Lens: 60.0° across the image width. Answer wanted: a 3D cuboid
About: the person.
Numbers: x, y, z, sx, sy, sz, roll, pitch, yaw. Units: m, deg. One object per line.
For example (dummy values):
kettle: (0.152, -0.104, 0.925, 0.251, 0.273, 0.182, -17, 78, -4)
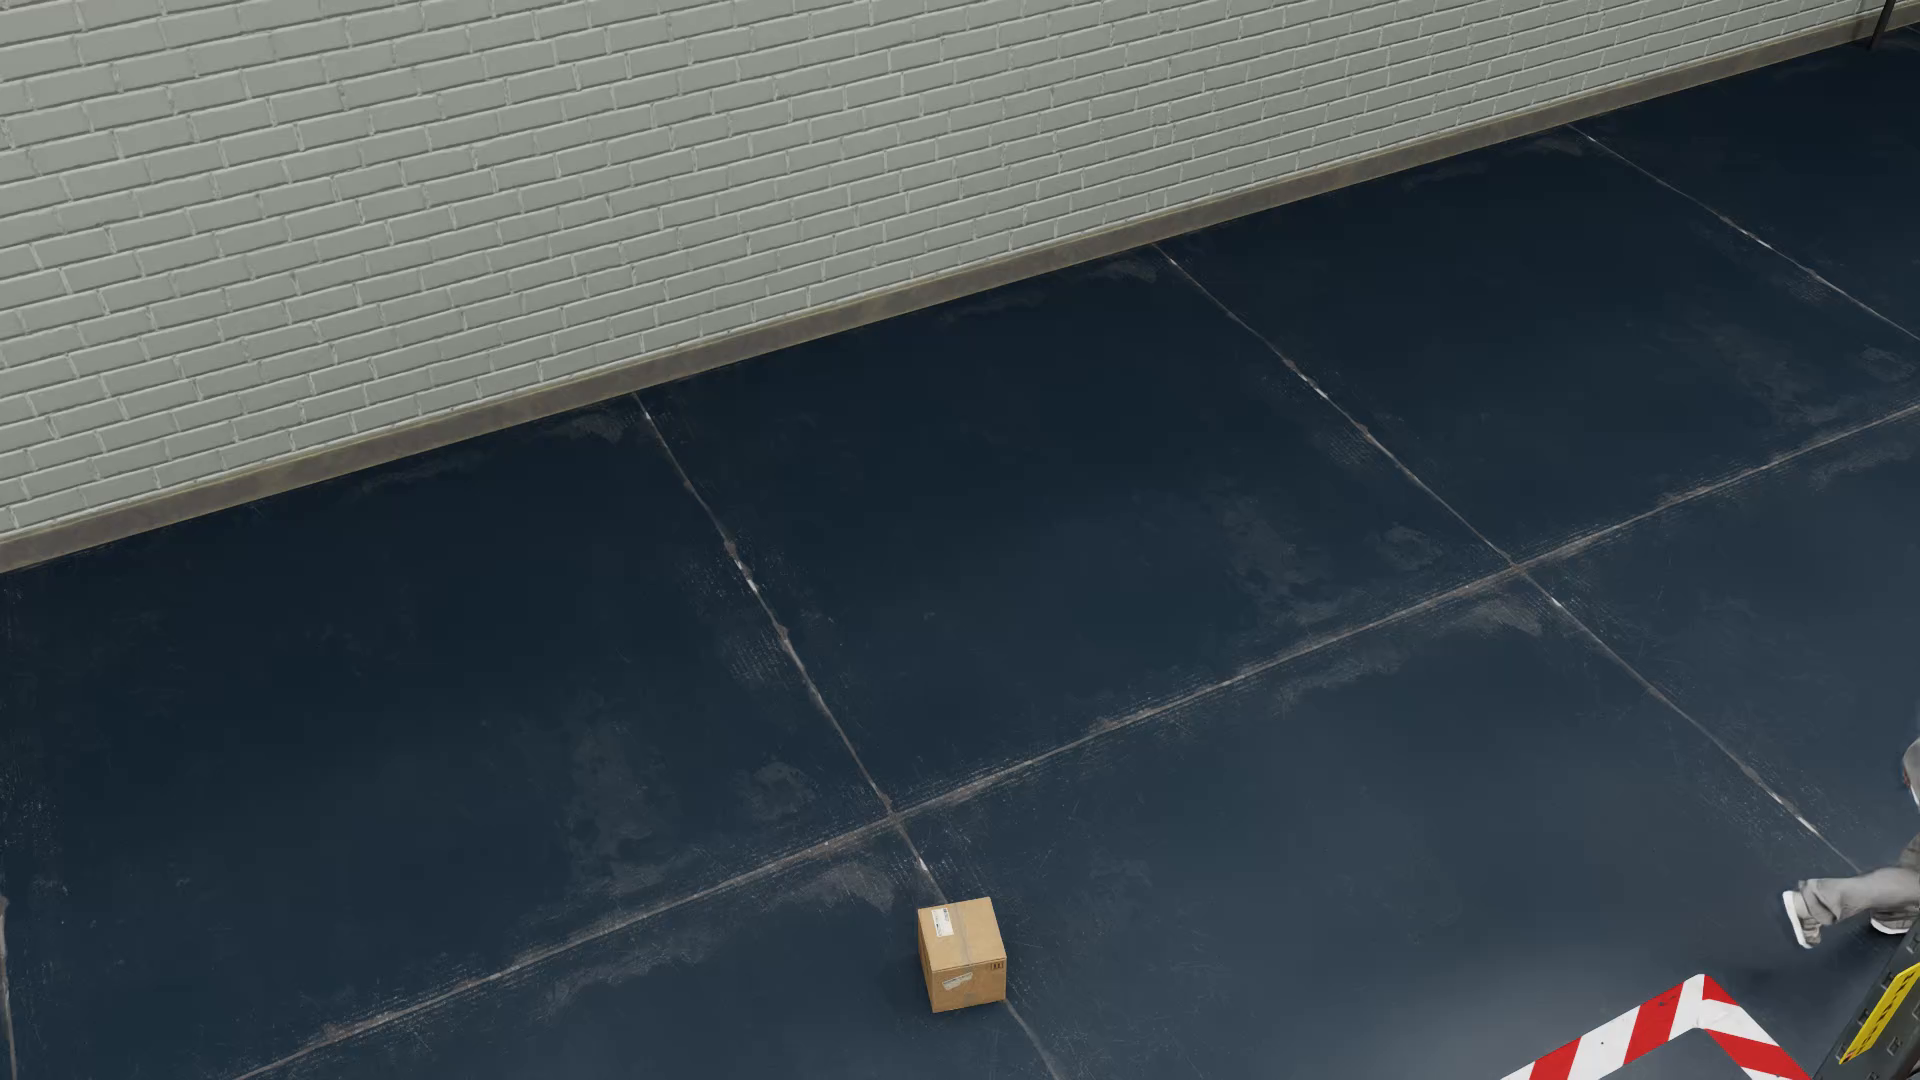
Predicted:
person: (3.105, 0.788, 5.264, 0.688, 1.580, 0.410, 4, 42, 5)
